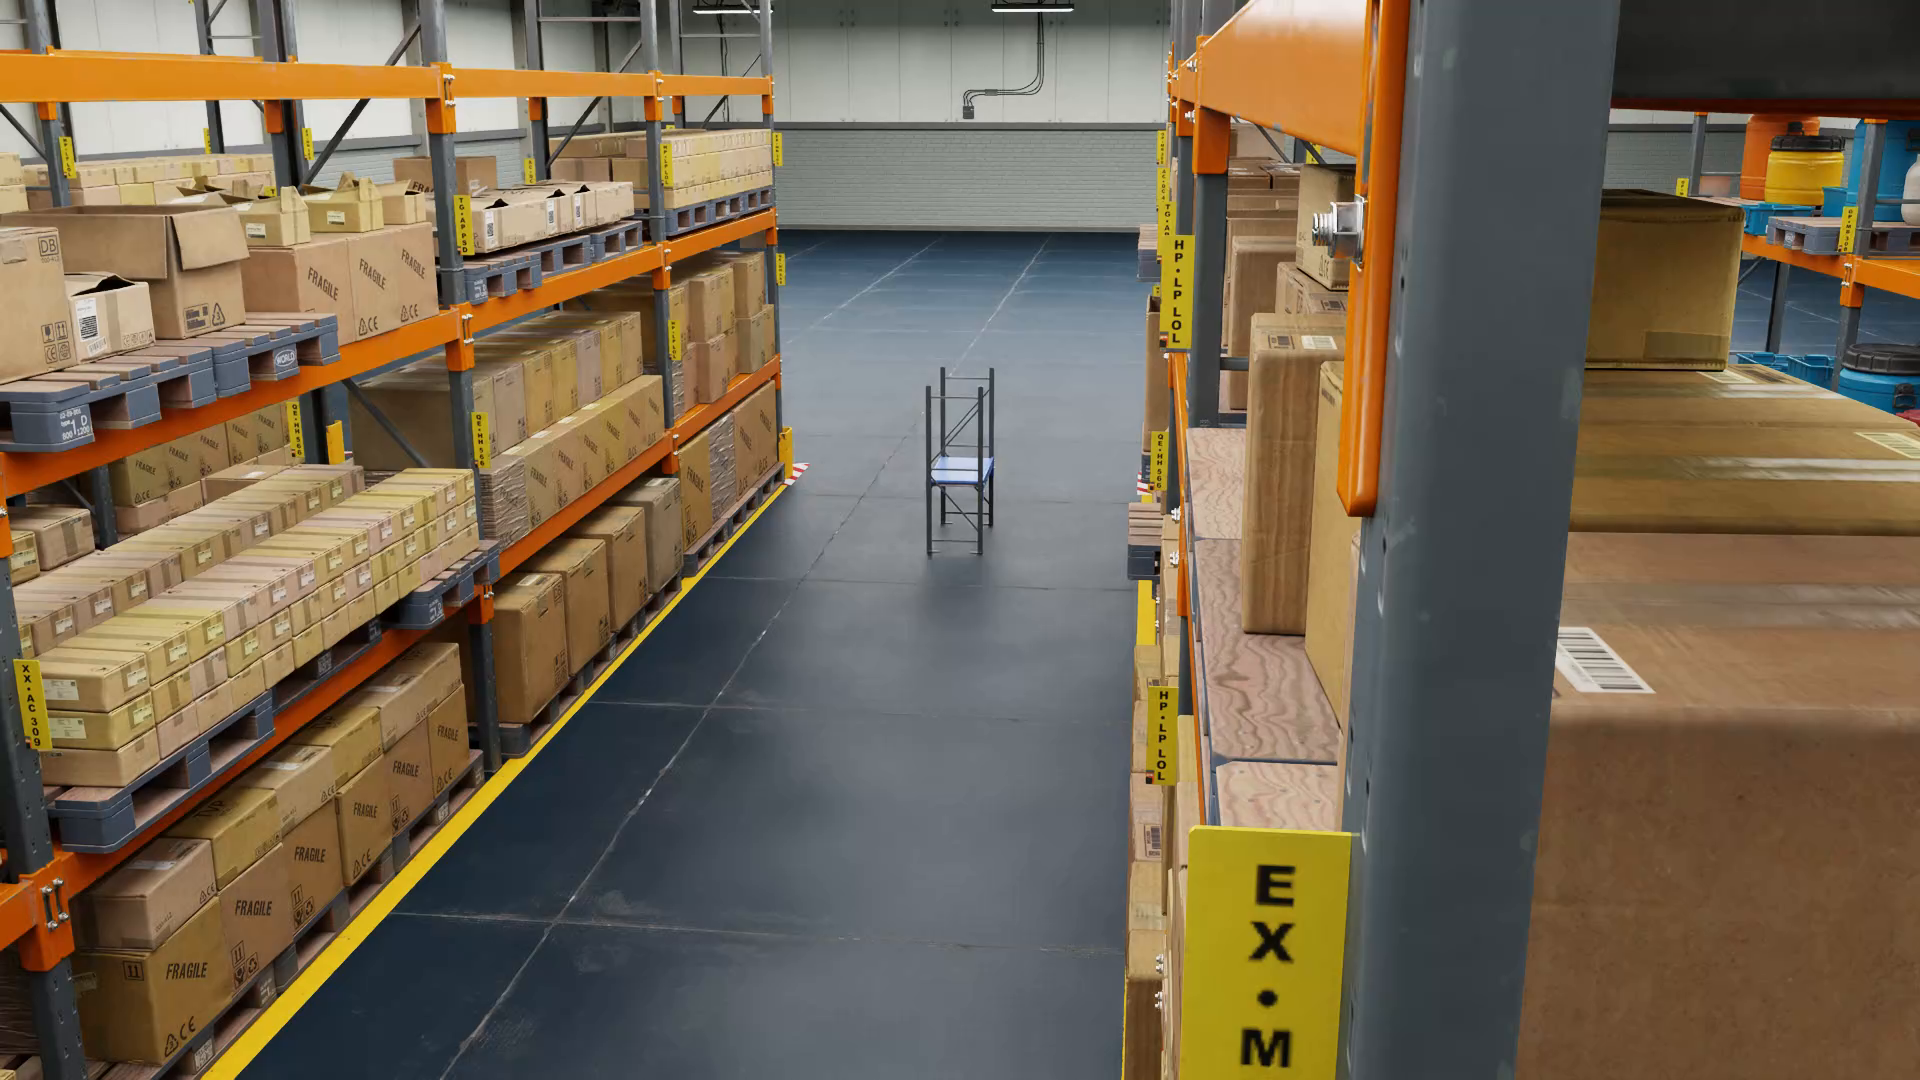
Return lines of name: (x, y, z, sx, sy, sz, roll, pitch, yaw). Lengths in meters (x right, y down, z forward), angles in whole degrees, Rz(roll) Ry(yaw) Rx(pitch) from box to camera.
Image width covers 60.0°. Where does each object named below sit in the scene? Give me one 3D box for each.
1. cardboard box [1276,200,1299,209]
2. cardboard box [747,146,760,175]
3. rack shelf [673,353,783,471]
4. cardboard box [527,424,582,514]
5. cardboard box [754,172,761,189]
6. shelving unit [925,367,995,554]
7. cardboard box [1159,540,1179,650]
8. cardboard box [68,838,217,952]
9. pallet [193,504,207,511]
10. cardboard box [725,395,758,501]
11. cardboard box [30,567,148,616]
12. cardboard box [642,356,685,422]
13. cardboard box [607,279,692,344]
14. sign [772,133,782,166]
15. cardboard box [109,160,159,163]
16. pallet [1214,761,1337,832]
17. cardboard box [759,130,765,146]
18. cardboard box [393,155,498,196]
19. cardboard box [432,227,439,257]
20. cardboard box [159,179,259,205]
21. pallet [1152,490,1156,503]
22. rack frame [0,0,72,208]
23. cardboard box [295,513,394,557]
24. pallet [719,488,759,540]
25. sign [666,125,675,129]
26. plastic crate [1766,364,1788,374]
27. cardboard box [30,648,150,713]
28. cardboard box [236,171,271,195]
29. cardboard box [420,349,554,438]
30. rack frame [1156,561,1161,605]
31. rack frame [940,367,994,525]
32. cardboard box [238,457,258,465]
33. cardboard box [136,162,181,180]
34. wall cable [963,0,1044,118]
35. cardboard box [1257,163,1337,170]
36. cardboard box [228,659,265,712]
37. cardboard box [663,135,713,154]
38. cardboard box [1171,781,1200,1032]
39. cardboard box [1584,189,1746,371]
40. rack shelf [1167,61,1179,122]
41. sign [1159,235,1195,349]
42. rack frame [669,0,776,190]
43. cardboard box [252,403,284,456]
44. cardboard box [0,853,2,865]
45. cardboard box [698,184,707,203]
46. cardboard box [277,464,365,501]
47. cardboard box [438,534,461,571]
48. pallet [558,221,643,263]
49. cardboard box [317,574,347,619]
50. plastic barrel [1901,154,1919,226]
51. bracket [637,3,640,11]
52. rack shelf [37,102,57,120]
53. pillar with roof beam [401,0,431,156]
cardboard box: (1.617, -1.205, 7.215, 0.500, 0.500, 0.500, 3, 15, 9)
cardboard box: (-2.225, -3.645, 15.958, 0.500, 0.250, 0.500, 2, 15, 6)
rack shelf: (-2.616, -1.274, 15.591, 1.077, 0.370, 4.000, 2, 15, 6)
cardboard box: (-2.862, -0.484, 11.102, 0.500, 0.500, 0.500, 2, 15, 6)
cardboard box: (-2.149, -3.489, 16.145, 0.380, 0.149, 0.250, 2, 15, 7)
shelving unit: (0.010, -0.746, 15.136, 0.538, 1.500, 1.048, 2, 15, 6)
cardboard box: (1.243, 0.311, 8.161, 0.500, 0.500, 0.500, 1, 15, 5)
cardboard box: (-3.399, 1.431, 6.759, 0.500, 0.250, 0.500, 1, 15, 4)
pallet: (-7.596, -0.368, 16.207, 1.003, 0.211, 1.213, 2, 15, 6)
cardboard box: (-2.498, -0.910, 16.137, 0.875, 0.875, 0.875, 1, 15, 5)
cardboard box: (-3.772, 0.226, 7.205, 0.380, 0.149, 0.250, 1, 15, 4)
cardboard box: (-2.812, -1.271, 13.915, 0.875, 0.550, 0.550, 2, 15, 6)
cardboard box: (-2.819, -1.937, 14.309, 0.875, 0.550, 0.550, 2, 15, 6)
sign: (-1.853, -3.957, 16.847, 0.100, 0.325, 0.005, 2, 15, 6)
cardboard box: (-7.766, -3.491, 15.620, 0.380, 0.149, 0.250, 2, 15, 7)
pallet: (0.794, 0.585, 1.765, 1.003, 0.211, 1.213, 2, 15, 6)
cardboard box: (-2.121, -3.940, 16.286, 0.380, 0.149, 0.250, 2, 15, 7)
cardboard box: (-3.375, -2.271, 10.968, 0.500, 0.500, 0.500, 2, 15, 6)
cardboard box: (-3.096, -1.724, 9.619, 0.380, 0.149, 0.250, 1, 15, 4)
cardboard box: (-3.660, -1.633, 8.137, 0.396, 0.266, 0.258, 2, 15, 6)
pallet: (2.391, -0.392, 16.294, 1.003, 0.211, 1.213, 2, 15, 6)
rack frame: (-7.772, -4.118, 13.238, 1.000, 3.000, 0.127, 2, 15, 6)
cardboard box: (-3.012, -0.028, 8.144, 0.380, 0.149, 0.250, 2, 15, 6)
pallet: (-2.543, -0.268, 15.837, 1.003, 0.211, 1.213, 2, 15, 6)
sign: (-2.941, -4.066, 16.966, 0.100, 0.325, 0.005, 2, 15, 6)
plastic crate: (7.610, -1.443, 15.124, 0.499, 0.251, 0.408, 2, 15, 6)
cardboard box: (-3.243, 0.516, 6.134, 0.380, 0.149, 0.250, 2, 15, 9)
cardboard box: (-7.182, -3.508, 16.446, 0.500, 0.250, 0.500, 1, 15, 5)
cardboard box: (-3.121, -0.976, 11.006, 0.700, 0.500, 0.500, 1, 15, 5)
rack frame: (2.075, -0.930, 12.942, 1.000, 3.000, 0.127, 2, 15, 6)
rack frame: (0.067, -0.878, 15.624, 0.500, 1.500, 0.032, 2, 15, 6)
cardboard box: (-7.264, -0.647, 16.359, 0.500, 0.250, 0.500, 1, 15, 4)
cardboard box: (-7.319, -3.345, 15.080, 0.380, 0.149, 0.250, 1, 15, 5)
wall cable: (1.236, -15.010, 47.006, 2.305, 6.003, 0.169, 2, 15, 6)
cardboard box: (2.043, -2.006, 10.027, 0.500, 0.500, 0.500, 1, 15, 5)
cardboard box: (-3.156, 0.601, 6.958, 0.380, 0.149, 0.250, 2, 15, 7)
cardboard box: (-2.350, -3.414, 14.339, 0.380, 0.149, 0.250, 2, 15, 7)
cardboard box: (0.801, 0.956, 4.248, 0.500, 0.500, 0.500, 2, 15, 6)
cardboard box: (0.959, -0.450, 2.798, 0.500, 0.250, 0.500, 1, 15, 4)
rack shelf: (1.850, -2.767, 10.387, 1.077, 0.370, 4.000, 2, 15, 6)
sign: (0.632, -0.718, 4.818, 0.100, 0.325, 0.005, 2, 15, 6)
rack frame: (-2.390, -5.036, 16.633, 1.000, 3.000, 0.127, 2, 15, 6)
cardboard box: (-7.207, -1.146, 16.767, 0.500, 0.500, 0.500, 2, 15, 8)
cardboard box: (-3.518, 0.915, 5.359, 0.500, 0.500, 0.500, 2, 15, 6)
cardboard box: (-2.377, -2.961, 14.193, 0.380, 0.149, 0.250, 1, 15, 5)
cardboard box: (-3.538, -0.318, 9.216, 0.380, 0.149, 0.250, 2, 15, 6)
cardboard box: (-2.922, 0.060, 8.959, 0.380, 0.149, 0.250, 2, 15, 6)
pallet: (-2.896, -2.218, 12.328, 0.805, 0.209, 1.217, 1, 15, 4)
cardboard box: (-3.069, 0.253, 7.673, 0.380, 0.149, 0.250, 1, 15, 5)
plastic barrel: (7.240, -2.594, 12.333, 0.421, 0.512, 0.421, 0, 15, 0)
bracket: (-9.174, -15.377, 47.980, 0.235, 0.232, 0.430, 2, 15, 6)
rack shelf: (-7.997, -3.059, 11.466, 1.077, 0.370, 4.000, 2, 15, 6)
pillar with roof beam: (-6.918, -9.688, 33.839, 9.100, 9.000, 0.400, 2, 15, 6)
